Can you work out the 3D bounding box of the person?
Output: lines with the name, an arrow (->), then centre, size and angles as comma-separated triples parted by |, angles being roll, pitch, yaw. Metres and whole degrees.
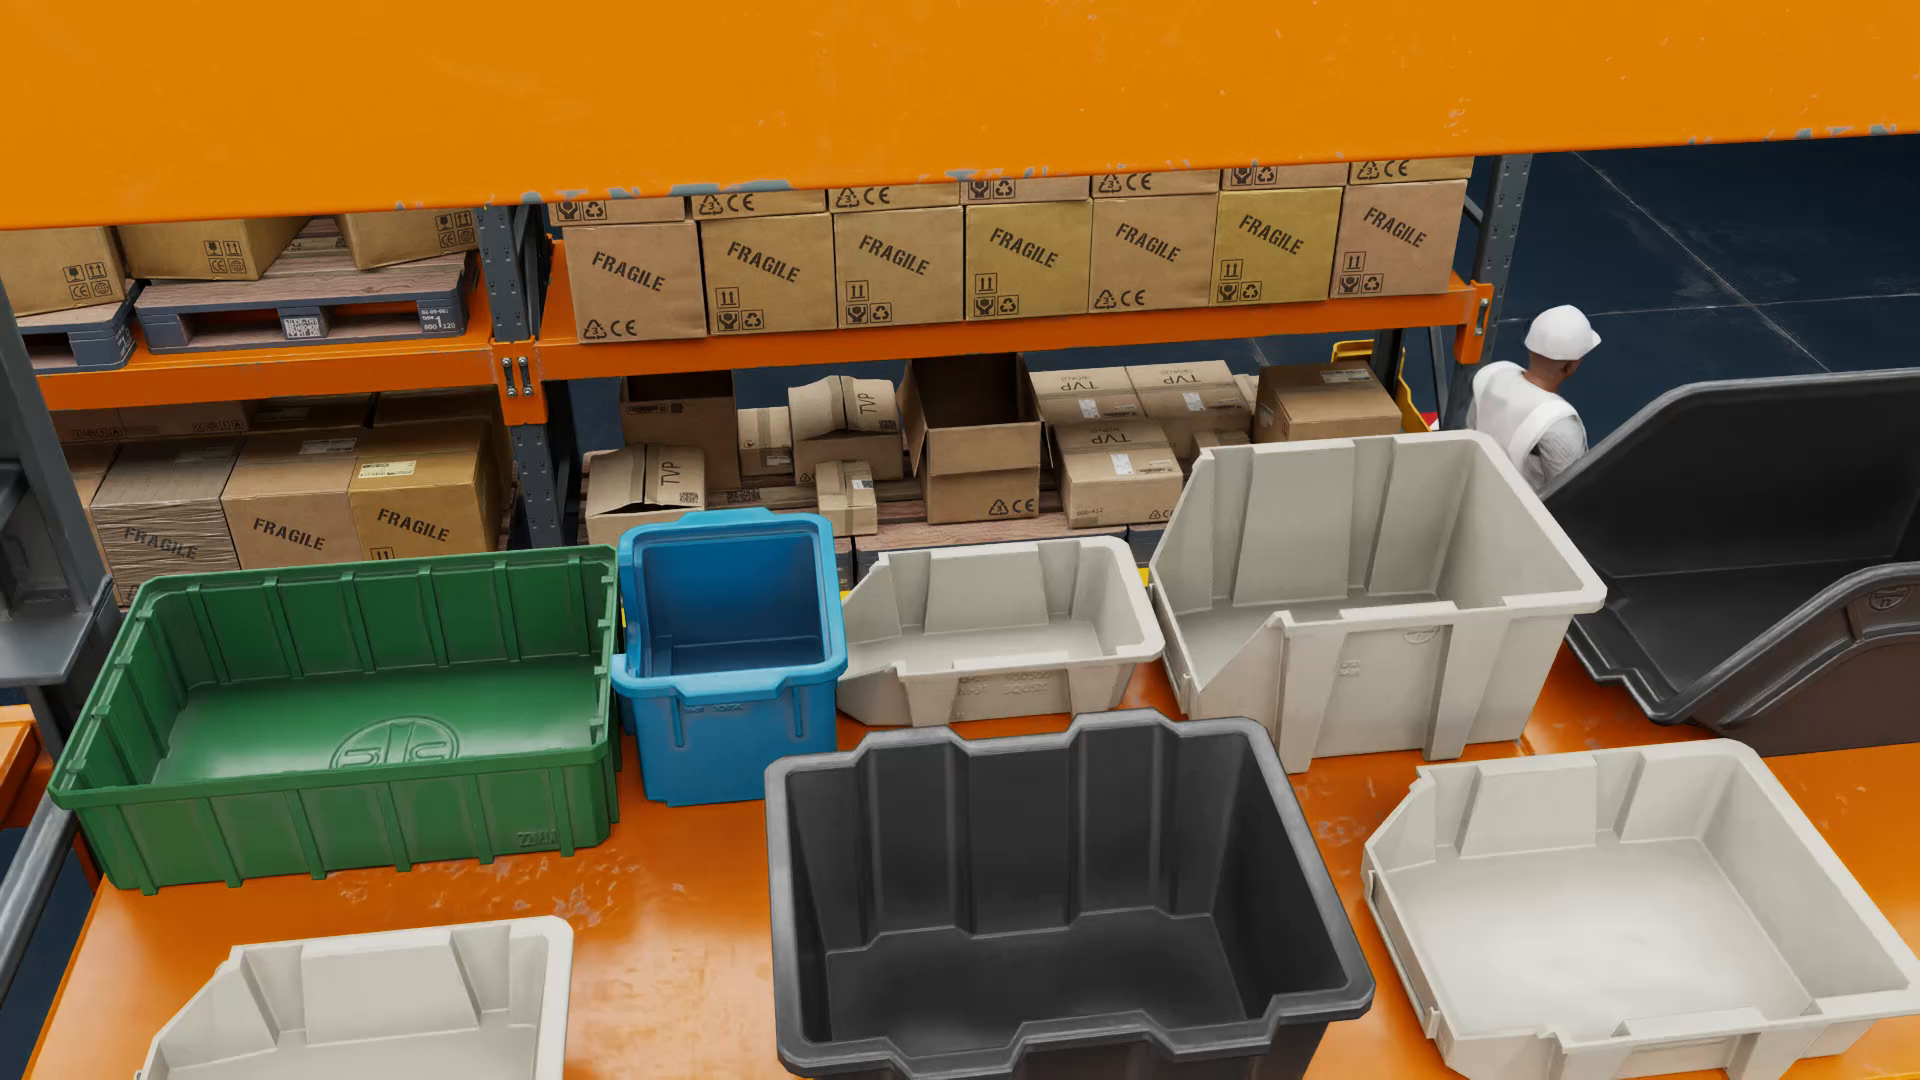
person -> 2.136, -0.071, 6.216 | 0.980, 1.744, 0.564 | -5, 35, -7
